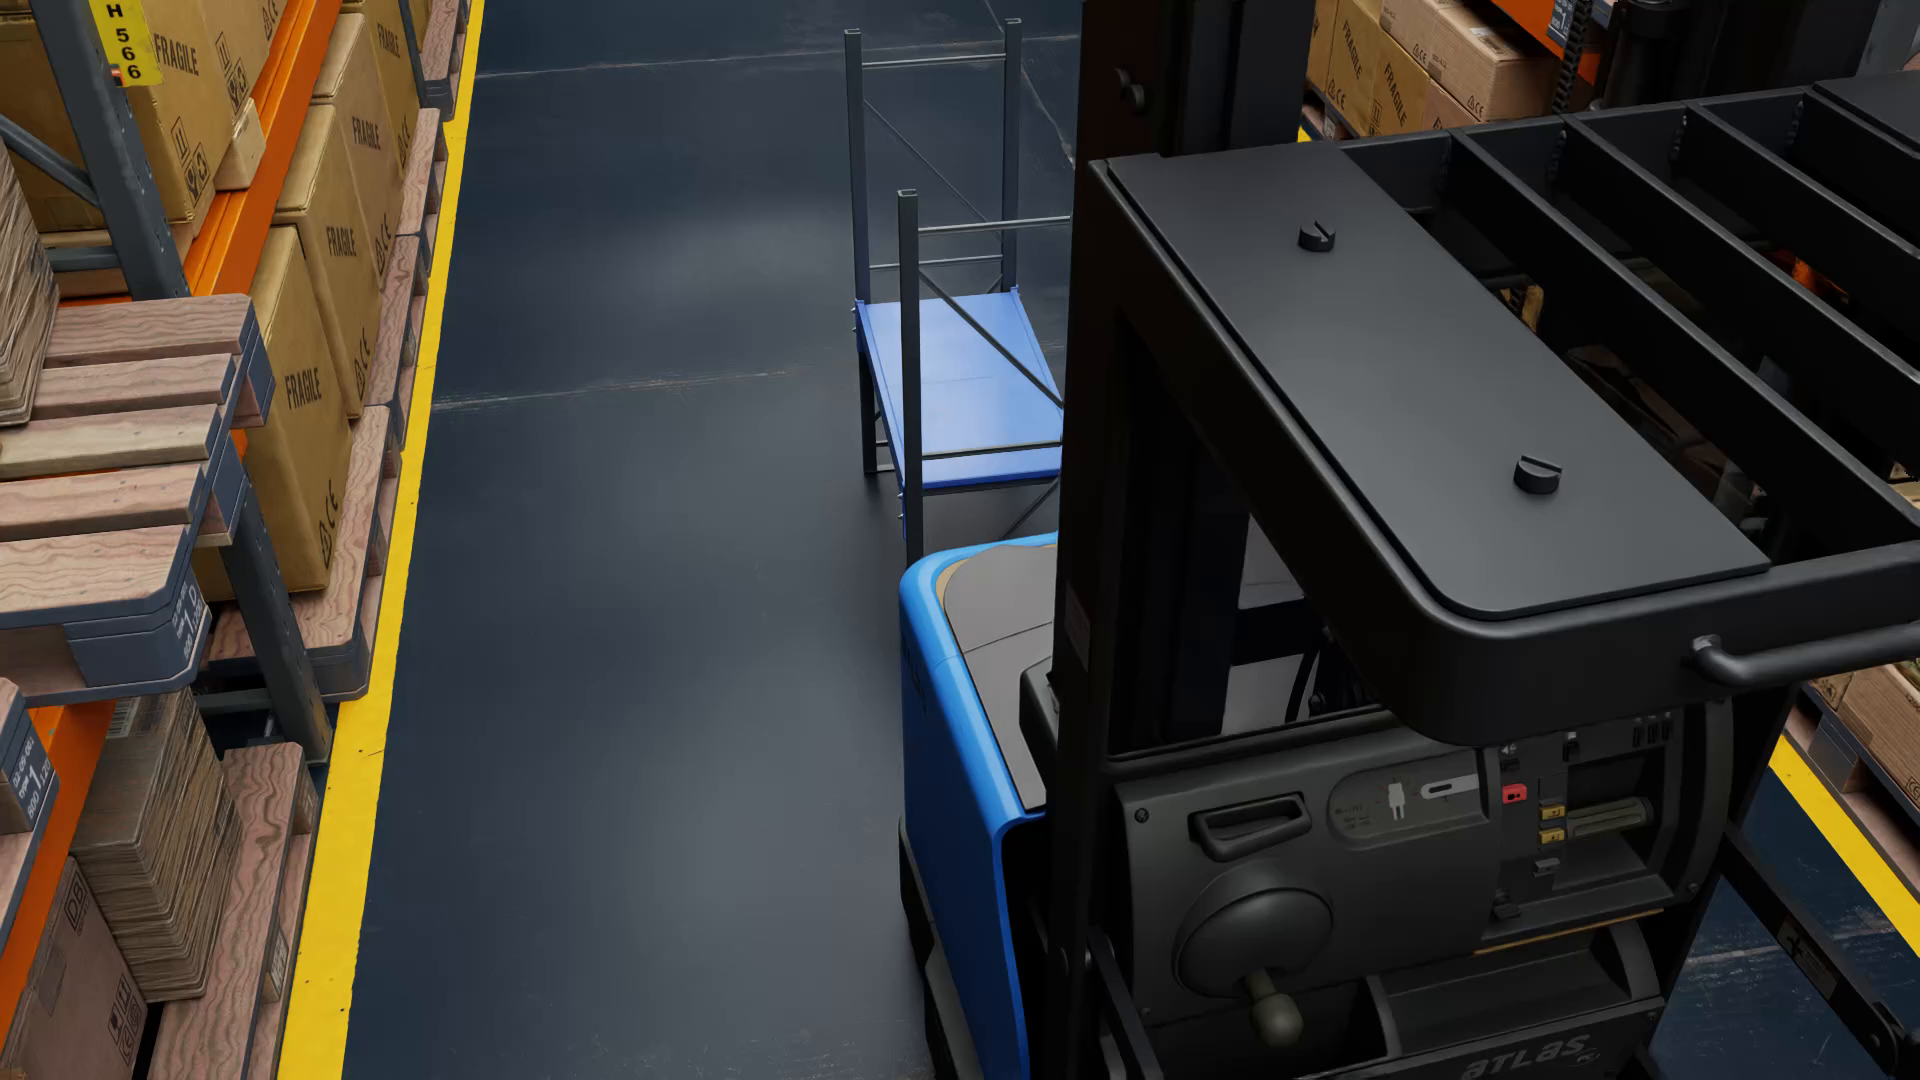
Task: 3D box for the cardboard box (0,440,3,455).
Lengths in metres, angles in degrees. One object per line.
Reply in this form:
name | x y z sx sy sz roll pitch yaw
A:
cardboard box | -1.985 -0.158 2.569 0.700 0.500 0.500 -10 39 -12

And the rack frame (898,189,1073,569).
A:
rack frame | 0.104 -0.234 4.328 0.500 1.500 0.032 -6 38 -8

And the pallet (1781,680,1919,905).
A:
pallet | 2.781 0.505 4.428 1.003 0.211 1.213 -6 38 -8

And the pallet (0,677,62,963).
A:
pallet | -1.814 0.705 2.054 1.003 0.211 1.213 -6 38 -8

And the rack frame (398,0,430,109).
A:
rack frame | -2.903 -2.978 6.639 1.000 3.000 0.127 -6 38 -8

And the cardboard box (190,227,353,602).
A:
cardboard box | -2.201 -0.338 4.650 0.750 0.750 0.750 -7 38 -9

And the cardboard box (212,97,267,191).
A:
cardboard box | -2.030 -1.018 4.303 0.380 0.149 0.250 -5 38 -7

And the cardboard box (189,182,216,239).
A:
cardboard box | -2.067 -0.848 4.085 0.380 0.149 0.250 -6 38 -7

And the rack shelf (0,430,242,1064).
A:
rack shelf | -1.851 0.930 2.195 1.077 0.370 4.000 -6 38 -8

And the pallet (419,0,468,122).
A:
pallet | -2.959 -2.345 8.096 1.003 0.211 1.213 -6 38 -8

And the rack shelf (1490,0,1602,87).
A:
rack shelf | 2.324 -2.021 5.993 1.077 0.370 4.000 -6 38 -8

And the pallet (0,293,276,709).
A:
pallet | -1.972 -0.068 3.048 1.213 0.211 1.003 -6 38 -8

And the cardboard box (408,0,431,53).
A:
cardboard box | -2.933 -2.620 7.872 0.700 0.500 0.500 -6 38 -7

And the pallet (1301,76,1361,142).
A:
pallet | 2.153 -1.925 7.556 1.003 0.211 1.213 -6 38 -8

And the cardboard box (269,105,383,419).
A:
cardboard box | -2.349 -0.867 5.331 0.750 0.750 0.750 -6 38 -8

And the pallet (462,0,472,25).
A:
pallet | -3.176 -3.083 9.047 1.003 0.211 1.213 -6 38 -8

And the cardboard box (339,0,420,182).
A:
cardboard box | -2.661 -1.917 6.682 0.750 0.750 0.750 -6 38 -7

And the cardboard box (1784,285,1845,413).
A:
cardboard box | 2.876 -0.590 5.243 0.500 0.500 0.500 -5 38 -6

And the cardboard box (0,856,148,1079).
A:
cardboard box | -2.048 1.004 3.192 0.700 0.500 0.500 -6 38 -8

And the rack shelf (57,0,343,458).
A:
rack shelf | -2.552 -1.486 5.305 1.077 0.370 4.000 -6 38 -8

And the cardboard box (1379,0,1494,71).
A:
cardboard box | 1.994 -2.074 6.542 0.500 0.250 0.500 -6 38 -8

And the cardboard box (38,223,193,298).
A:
cardboard box | -2.031 -0.695 3.888 0.380 0.149 0.250 -7 38 -9

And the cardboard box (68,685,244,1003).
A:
cardboard box | -2.024 0.680 3.608 0.700 0.500 0.500 -6 38 -7

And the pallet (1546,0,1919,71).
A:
pallet | 2.487 -1.424 4.794 1.213 0.211 1.003 -6 38 -8

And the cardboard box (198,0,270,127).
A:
cardboard box | -2.117 -1.365 4.222 0.500 0.500 0.500 -5 38 -6

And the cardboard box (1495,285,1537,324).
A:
cardboard box | 2.189 -1.136 5.947 0.500 0.500 0.500 -8 38 -10

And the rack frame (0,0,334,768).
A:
rack frame | -2.202 -0.562 3.529 1.000 3.000 0.127 -6 38 -8

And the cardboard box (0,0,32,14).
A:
cardboard box | -2.032 -1.343 3.582 0.500 0.250 0.500 -5 38 -7

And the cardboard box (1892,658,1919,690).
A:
cardboard box | 2.578 0.265 3.905 0.500 0.311 0.500 -7 38 -9

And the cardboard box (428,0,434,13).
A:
cardboard box | -3.018 -2.924 8.263 0.700 0.500 0.500 -7 38 -8

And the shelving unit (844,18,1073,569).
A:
shelving unit | 0.015 -0.541 4.724 0.538 1.500 1.048 -6 38 -8

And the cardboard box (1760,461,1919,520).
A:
cardboard box | 2.477 -0.051 4.313 0.500 0.311 0.500 -5 38 -6

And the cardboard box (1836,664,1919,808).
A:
cardboard box | 2.566 0.474 4.094 0.500 0.250 0.500 -7 38 -9

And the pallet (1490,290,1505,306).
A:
pallet | 2.371 -1.187 6.605 1.003 0.211 1.213 -6 38 -8

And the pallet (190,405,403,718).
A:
pallet | -2.266 0.054 5.008 1.003 0.211 1.213 -6 38 -8

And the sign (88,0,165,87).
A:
sign | -1.669 -1.052 3.280 0.100 0.325 0.005 -6 38 -8

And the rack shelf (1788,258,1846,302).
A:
rack shelf | 3.025 0.395 2.883 1.077 0.370 4.000 -6 38 -8

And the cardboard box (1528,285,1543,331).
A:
cardboard box | 2.280 -0.824 5.544 0.500 0.500 0.500 -5 38 -6

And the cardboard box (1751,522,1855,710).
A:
cardboard box | 2.477 0.170 4.485 0.500 0.250 0.500 -6 38 -8

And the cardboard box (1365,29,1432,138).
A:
cardboard box | 2.003 -1.758 6.747 0.500 0.500 0.500 -6 38 -7

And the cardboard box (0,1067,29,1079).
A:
cardboard box | -1.933 1.301 2.809 0.700 0.500 0.500 -6 38 -8

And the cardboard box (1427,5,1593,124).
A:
cardboard box | 2.082 -1.771 6.152 0.500 0.250 0.500 -7 38 -9

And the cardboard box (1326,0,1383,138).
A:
cardboard box | 1.923 -2.061 7.136 0.500 0.500 0.500 -6 38 -7

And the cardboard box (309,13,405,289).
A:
cardboard box | -2.502 -1.380 5.991 0.750 0.750 0.750 -5 38 -7

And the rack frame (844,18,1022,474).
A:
rack frame | -0.074 -0.848 5.119 0.500 1.500 0.032 -6 38 -8

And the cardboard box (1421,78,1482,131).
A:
cardboard box | 2.091 -1.453 6.354 0.500 0.500 0.500 -8 38 -10

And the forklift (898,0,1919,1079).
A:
forklift | 0.731 0.520 2.191 1.130 2.935 3.031 -9 39 -12

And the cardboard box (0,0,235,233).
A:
cardboard box | -2.035 -1.048 3.814 0.500 0.500 0.500 -5 38 -7

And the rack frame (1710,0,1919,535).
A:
rack frame | 2.675 -1.097 4.218 1.000 3.000 0.127 -6 38 -8

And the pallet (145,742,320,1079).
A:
pallet | -2.066 1.011 3.777 1.003 0.211 1.213 -6 38 -8

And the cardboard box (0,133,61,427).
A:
cardboard box | -2.109 -0.493 2.999 0.700 0.500 0.500 -11 39 -13

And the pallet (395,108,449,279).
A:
pallet | -2.693 -1.419 6.905 1.003 0.211 1.213 -6 38 -8

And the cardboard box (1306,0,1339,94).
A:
cardboard box | 1.818 -2.382 7.550 0.500 0.500 0.500 -8 39 -10

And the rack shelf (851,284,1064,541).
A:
rack shelf | 0.015 -0.399 4.834 0.538 0.185 1.000 -6 38 -8

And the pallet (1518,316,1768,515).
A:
pallet | 2.581 -0.451 5.659 1.003 0.211 1.213 -6 38 -8

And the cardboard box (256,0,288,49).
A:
cardboard box | -2.203 -1.665 4.608 0.500 0.500 0.500 -6 38 -8

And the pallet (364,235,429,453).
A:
pallet | -2.476 -0.681 5.954 1.003 0.211 1.213 -6 38 -8
